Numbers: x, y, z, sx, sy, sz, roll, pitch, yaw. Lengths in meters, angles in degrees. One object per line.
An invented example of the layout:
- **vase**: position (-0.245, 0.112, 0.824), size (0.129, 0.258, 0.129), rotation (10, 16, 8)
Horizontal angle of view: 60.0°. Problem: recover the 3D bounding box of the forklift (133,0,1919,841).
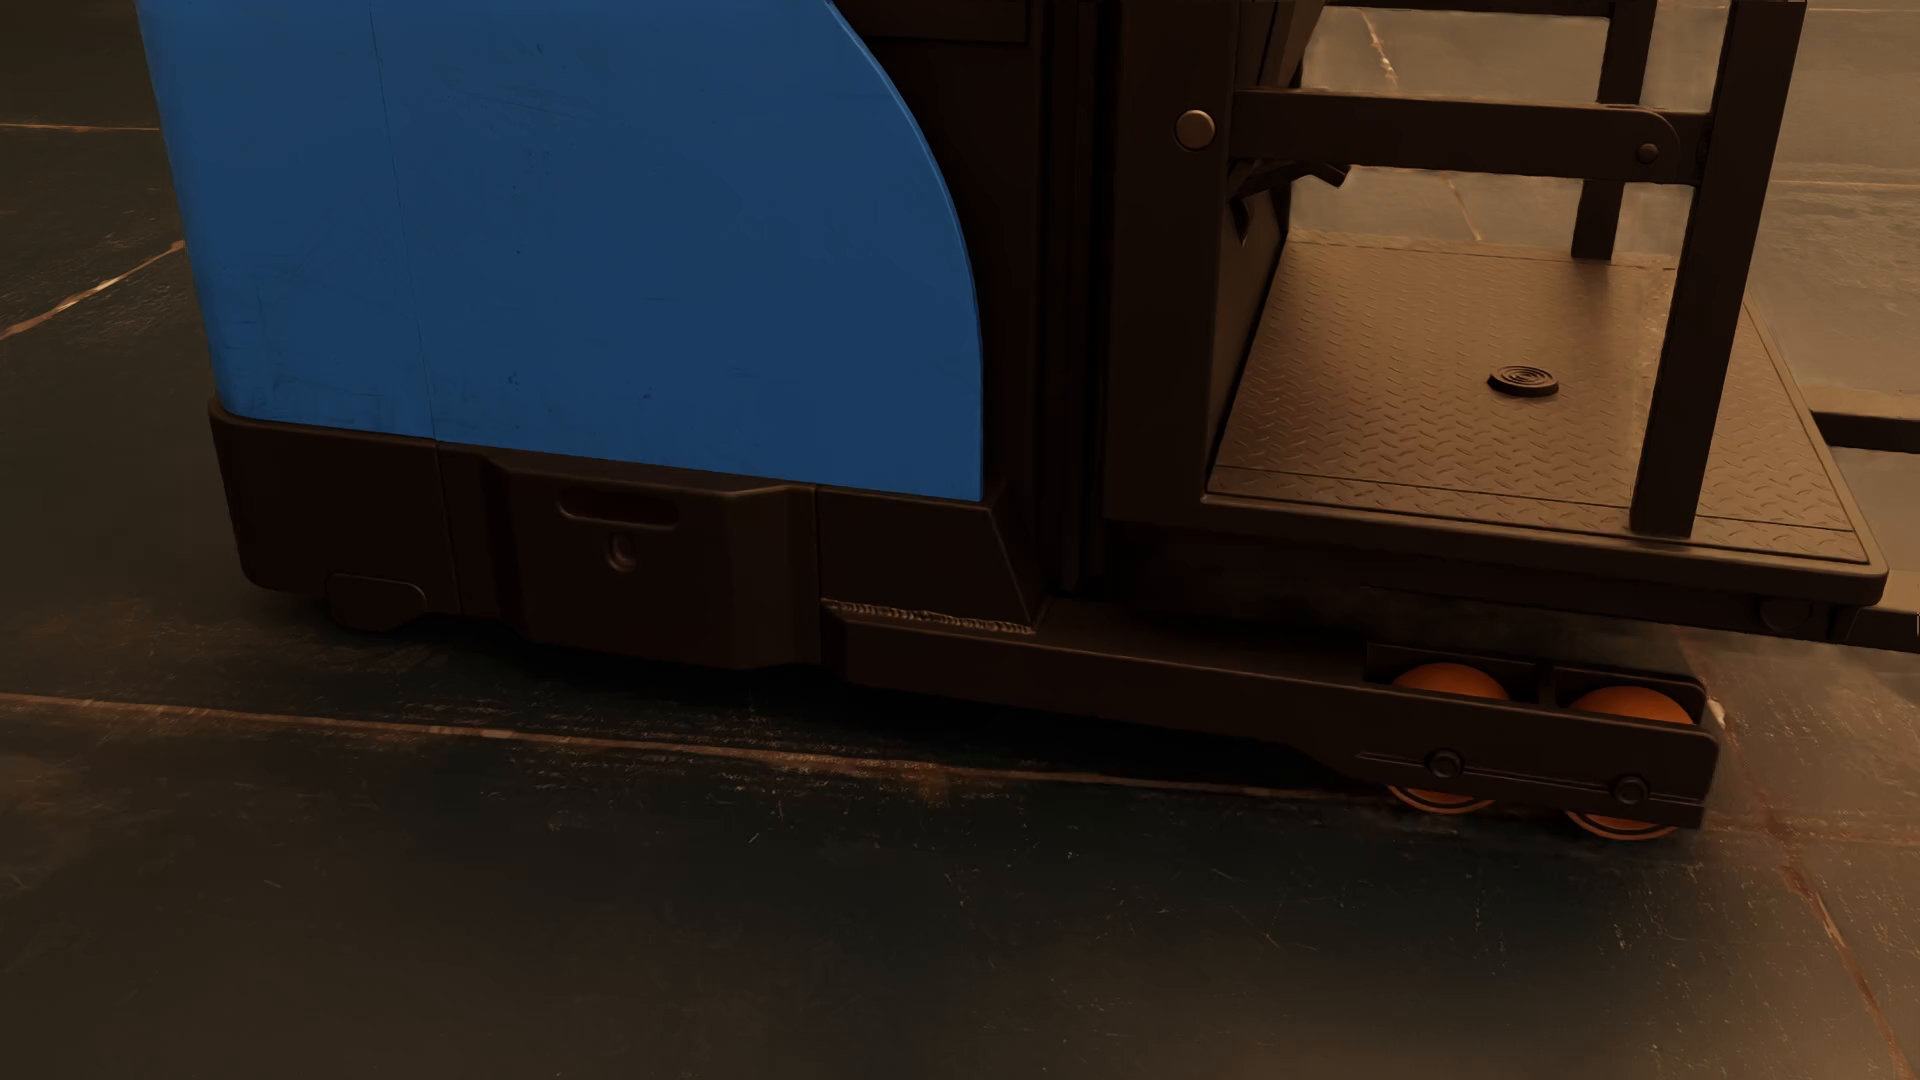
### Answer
- **forklift**: position (0.592, -1.244, 1.710), size (3.031, 2.935, 1.130), rotation (7, 27, 13)
